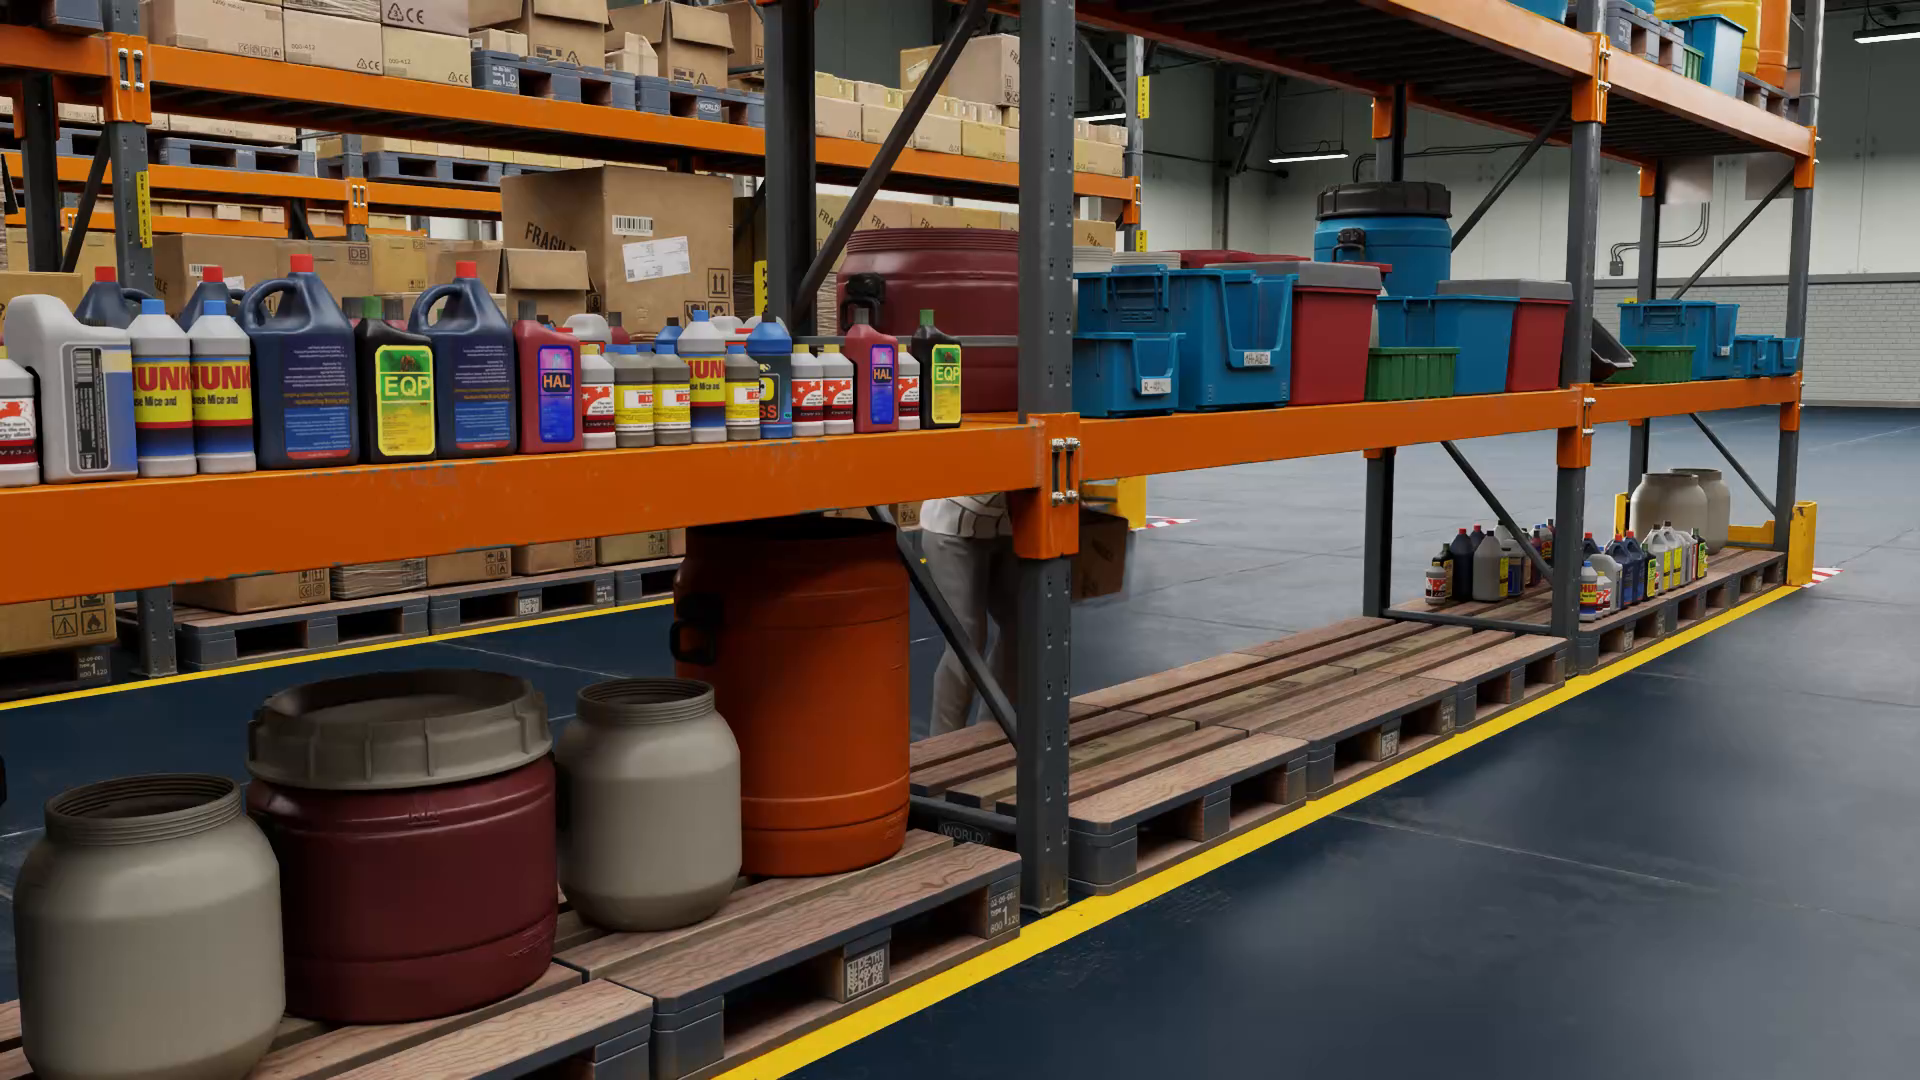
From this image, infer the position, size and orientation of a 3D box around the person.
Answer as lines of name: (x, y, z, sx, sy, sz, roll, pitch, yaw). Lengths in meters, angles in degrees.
person: (0.187, 0.064, 5.733, 0.698, 1.547, 0.412, 6, 9, 42)
